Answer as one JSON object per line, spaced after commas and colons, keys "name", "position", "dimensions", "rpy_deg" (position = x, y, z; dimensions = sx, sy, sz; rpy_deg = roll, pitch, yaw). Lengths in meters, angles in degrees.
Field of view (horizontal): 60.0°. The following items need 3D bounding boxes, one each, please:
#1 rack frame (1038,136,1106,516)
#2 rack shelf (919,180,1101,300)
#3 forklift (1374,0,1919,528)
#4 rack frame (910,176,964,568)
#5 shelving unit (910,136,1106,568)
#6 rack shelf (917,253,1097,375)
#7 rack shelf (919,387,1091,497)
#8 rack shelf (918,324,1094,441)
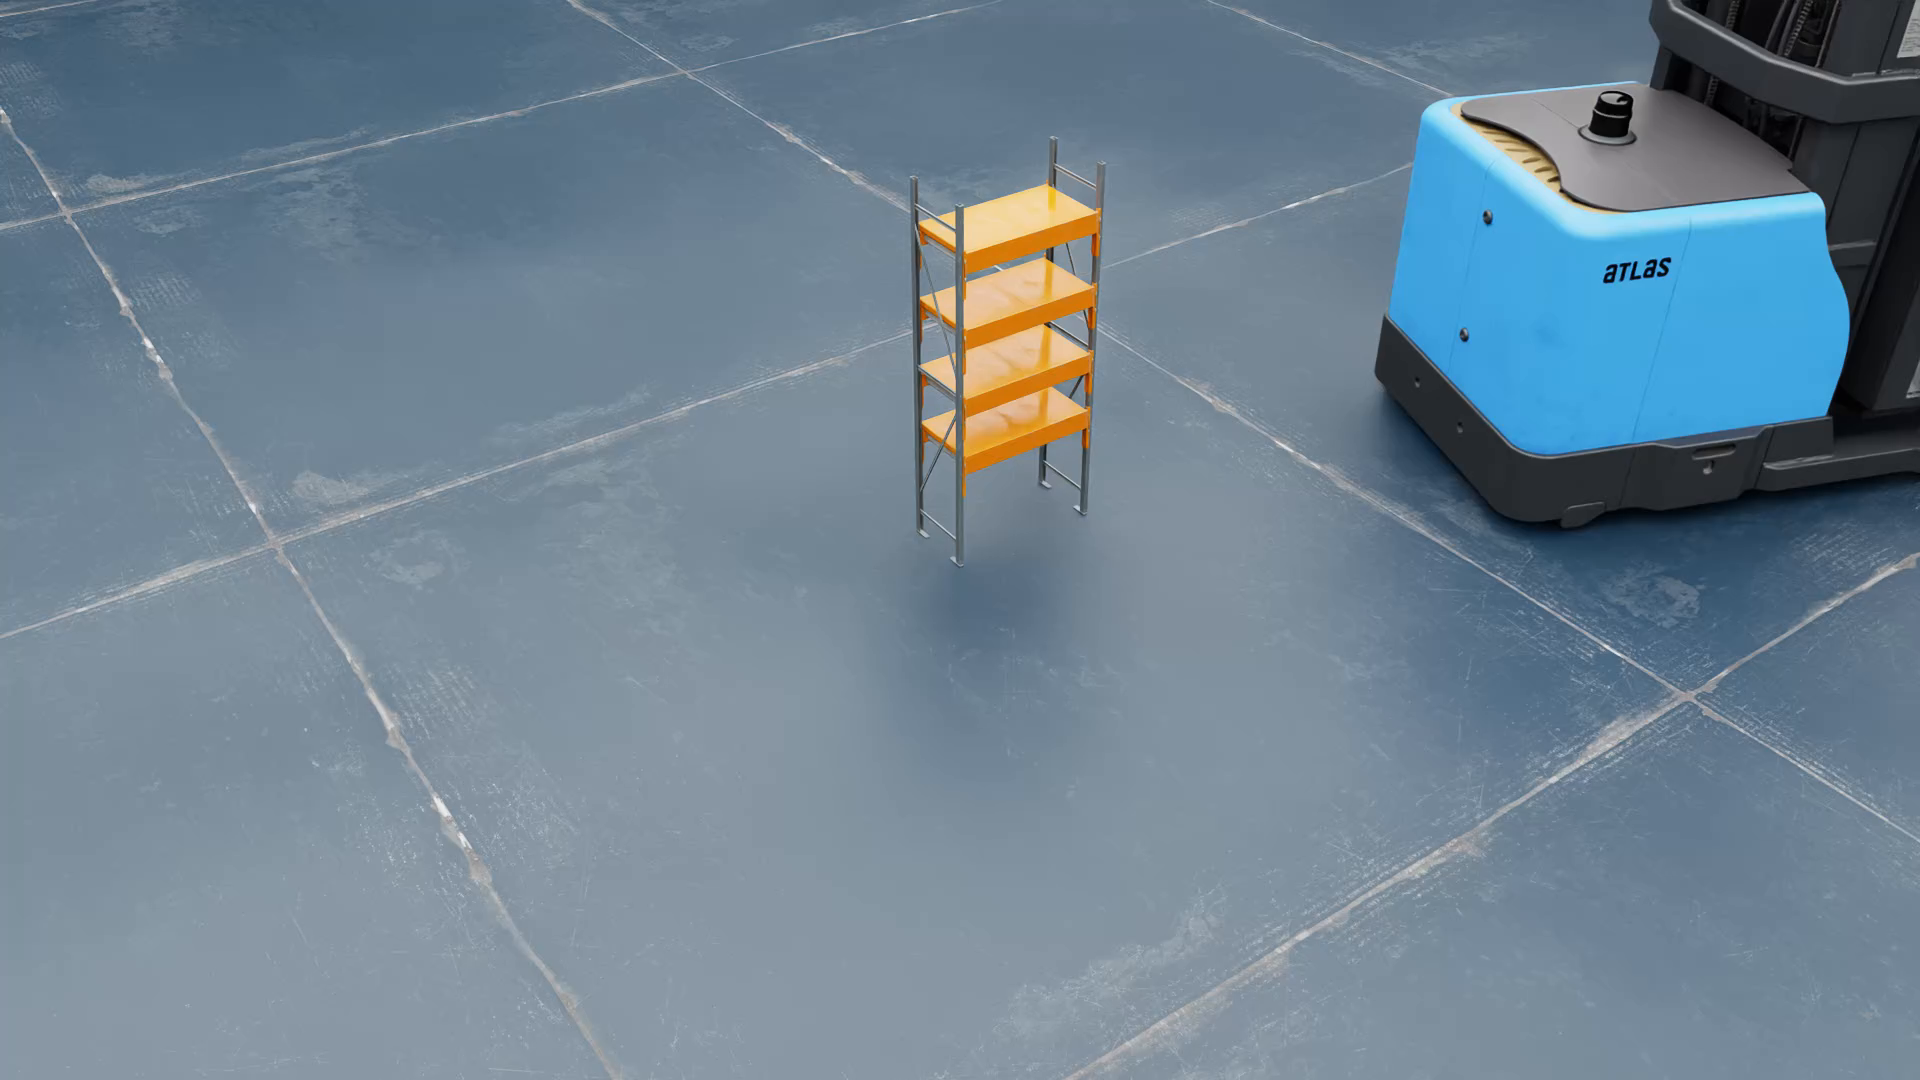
{"name": "rack frame", "position": [0.335, -0.625, 5.091], "dimensions": [0.015, 1.200, 0.240], "rpy_deg": [-22, 41, -28]}
{"name": "rack shelf", "position": [0.135, -0.862, 4.748], "dimensions": [0.480, 0.148, 0.258], "rpy_deg": [-22, 41, -28]}
{"name": "forklift", "position": [3.057, -1.683, 5.080], "dimensions": [3.031, 2.935, 1.130], "rpy_deg": [-8, 37, -11]}
{"name": "rack frame", "position": [-0.064, -0.461, 4.863], "dimensions": [0.015, 1.200, 0.240], "rpy_deg": [-22, 41, -28]}
{"name": "shelving unit", "position": [0.135, -0.543, 4.977], "dimensions": [0.503, 1.200, 0.258], "rpy_deg": [-22, 41, -28]}
{"name": "rack shelf", "position": [0.135, -0.670, 4.886], "dimensions": [0.480, 0.148, 0.258], "rpy_deg": [-22, 41, -28]}
{"name": "rack shelf", "position": [0.135, -0.327, 5.132], "dimensions": [0.480, 0.148, 0.258], "rpy_deg": [-22, 41, -28]}
{"name": "rack shelf", "position": [0.135, -0.488, 5.016], "dimensions": [0.480, 0.148, 0.258], "rpy_deg": [-22, 41, -28]}
